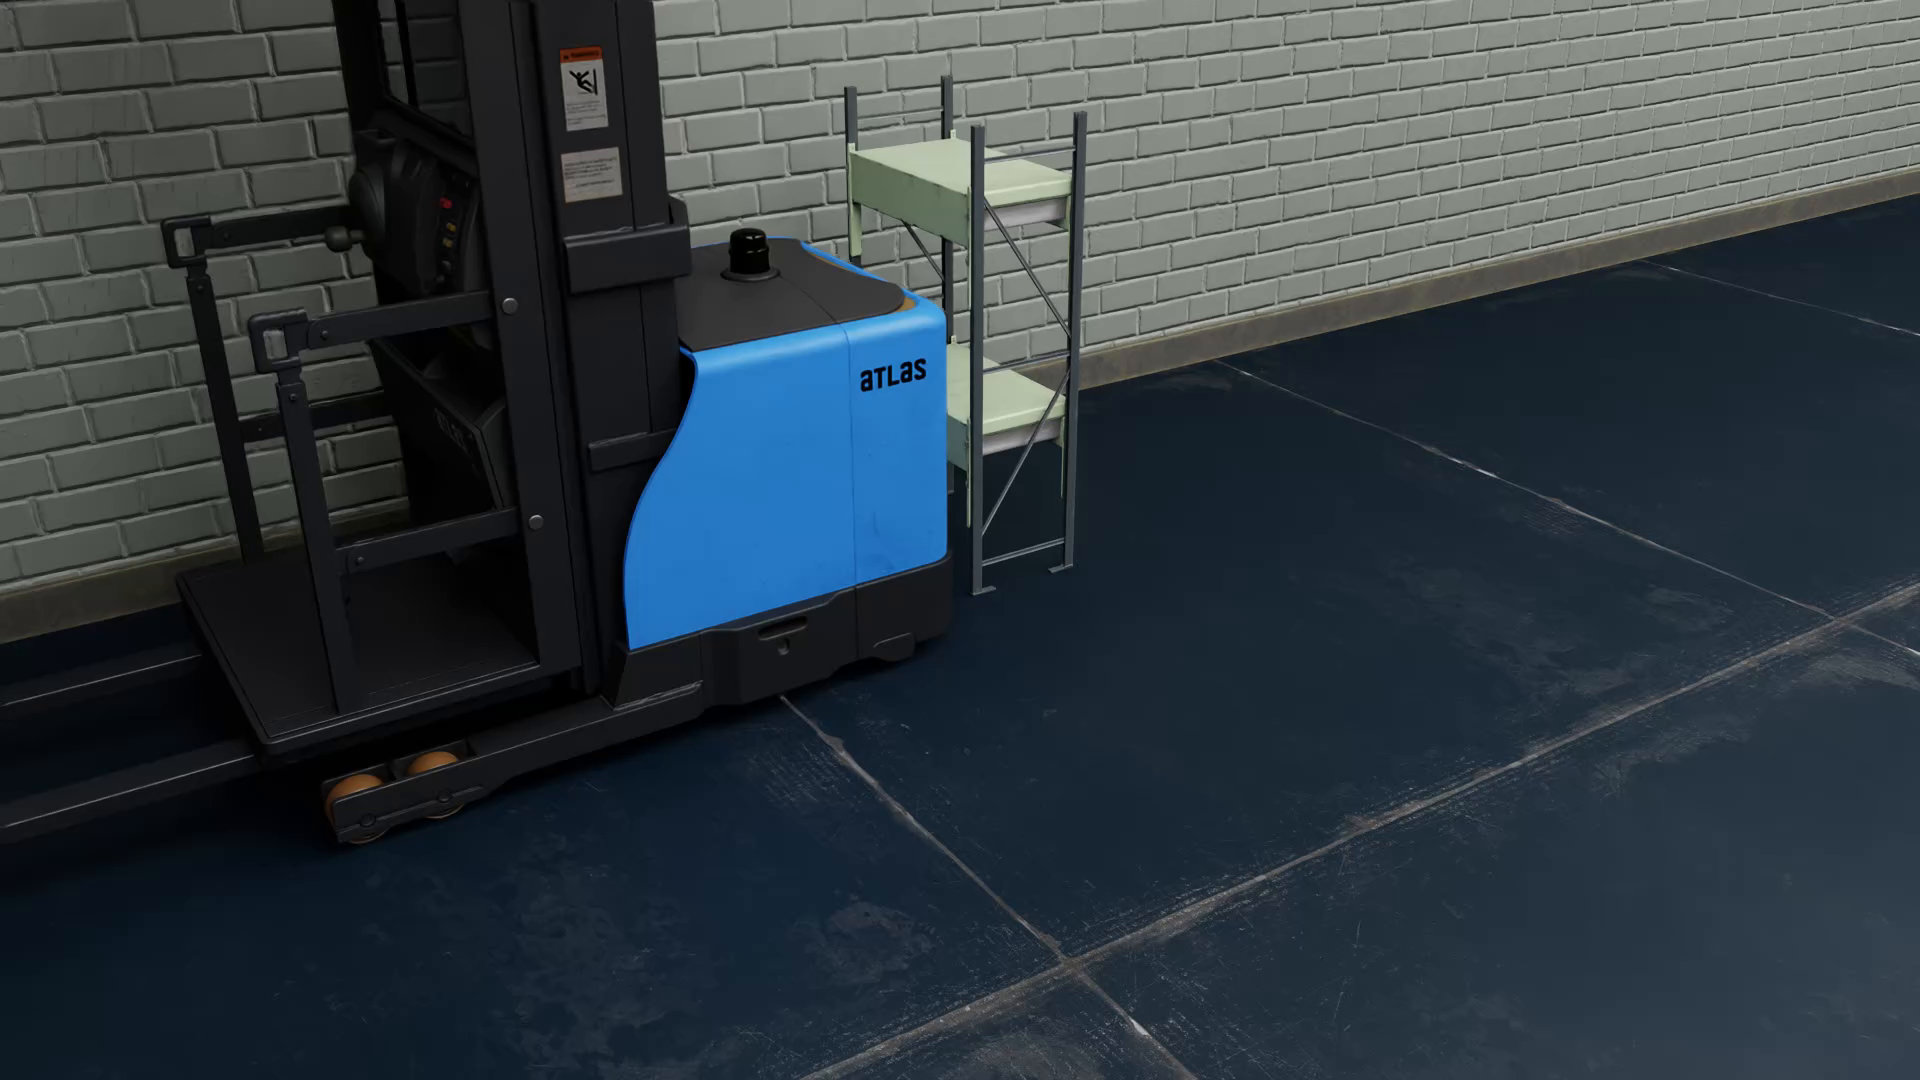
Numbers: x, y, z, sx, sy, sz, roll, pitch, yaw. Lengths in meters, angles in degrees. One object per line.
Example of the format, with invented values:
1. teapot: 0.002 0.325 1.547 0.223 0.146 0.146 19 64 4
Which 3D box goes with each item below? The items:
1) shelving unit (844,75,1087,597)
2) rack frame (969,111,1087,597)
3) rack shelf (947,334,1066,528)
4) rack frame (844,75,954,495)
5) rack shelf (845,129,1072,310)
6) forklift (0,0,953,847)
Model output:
1. shelving unit: 0.004 -0.676 5.425 0.431 1.500 0.755 -16 29 -30
2. rack frame: 0.203 -0.545 5.147 0.400 1.500 0.023 -16 29 -30
3. rack shelf: 0.004 -0.381 5.564 0.431 0.370 0.720 -16 29 -30
4. rack frame: -0.196 -0.807 5.702 0.400 1.500 0.023 -16 29 -30
5. rack shelf: 0.004 -1.029 5.258 0.431 0.370 0.720 -16 29 -30
6. forklift: -1.534 -0.827 4.068 3.031 2.935 1.130 -16 30 -30
